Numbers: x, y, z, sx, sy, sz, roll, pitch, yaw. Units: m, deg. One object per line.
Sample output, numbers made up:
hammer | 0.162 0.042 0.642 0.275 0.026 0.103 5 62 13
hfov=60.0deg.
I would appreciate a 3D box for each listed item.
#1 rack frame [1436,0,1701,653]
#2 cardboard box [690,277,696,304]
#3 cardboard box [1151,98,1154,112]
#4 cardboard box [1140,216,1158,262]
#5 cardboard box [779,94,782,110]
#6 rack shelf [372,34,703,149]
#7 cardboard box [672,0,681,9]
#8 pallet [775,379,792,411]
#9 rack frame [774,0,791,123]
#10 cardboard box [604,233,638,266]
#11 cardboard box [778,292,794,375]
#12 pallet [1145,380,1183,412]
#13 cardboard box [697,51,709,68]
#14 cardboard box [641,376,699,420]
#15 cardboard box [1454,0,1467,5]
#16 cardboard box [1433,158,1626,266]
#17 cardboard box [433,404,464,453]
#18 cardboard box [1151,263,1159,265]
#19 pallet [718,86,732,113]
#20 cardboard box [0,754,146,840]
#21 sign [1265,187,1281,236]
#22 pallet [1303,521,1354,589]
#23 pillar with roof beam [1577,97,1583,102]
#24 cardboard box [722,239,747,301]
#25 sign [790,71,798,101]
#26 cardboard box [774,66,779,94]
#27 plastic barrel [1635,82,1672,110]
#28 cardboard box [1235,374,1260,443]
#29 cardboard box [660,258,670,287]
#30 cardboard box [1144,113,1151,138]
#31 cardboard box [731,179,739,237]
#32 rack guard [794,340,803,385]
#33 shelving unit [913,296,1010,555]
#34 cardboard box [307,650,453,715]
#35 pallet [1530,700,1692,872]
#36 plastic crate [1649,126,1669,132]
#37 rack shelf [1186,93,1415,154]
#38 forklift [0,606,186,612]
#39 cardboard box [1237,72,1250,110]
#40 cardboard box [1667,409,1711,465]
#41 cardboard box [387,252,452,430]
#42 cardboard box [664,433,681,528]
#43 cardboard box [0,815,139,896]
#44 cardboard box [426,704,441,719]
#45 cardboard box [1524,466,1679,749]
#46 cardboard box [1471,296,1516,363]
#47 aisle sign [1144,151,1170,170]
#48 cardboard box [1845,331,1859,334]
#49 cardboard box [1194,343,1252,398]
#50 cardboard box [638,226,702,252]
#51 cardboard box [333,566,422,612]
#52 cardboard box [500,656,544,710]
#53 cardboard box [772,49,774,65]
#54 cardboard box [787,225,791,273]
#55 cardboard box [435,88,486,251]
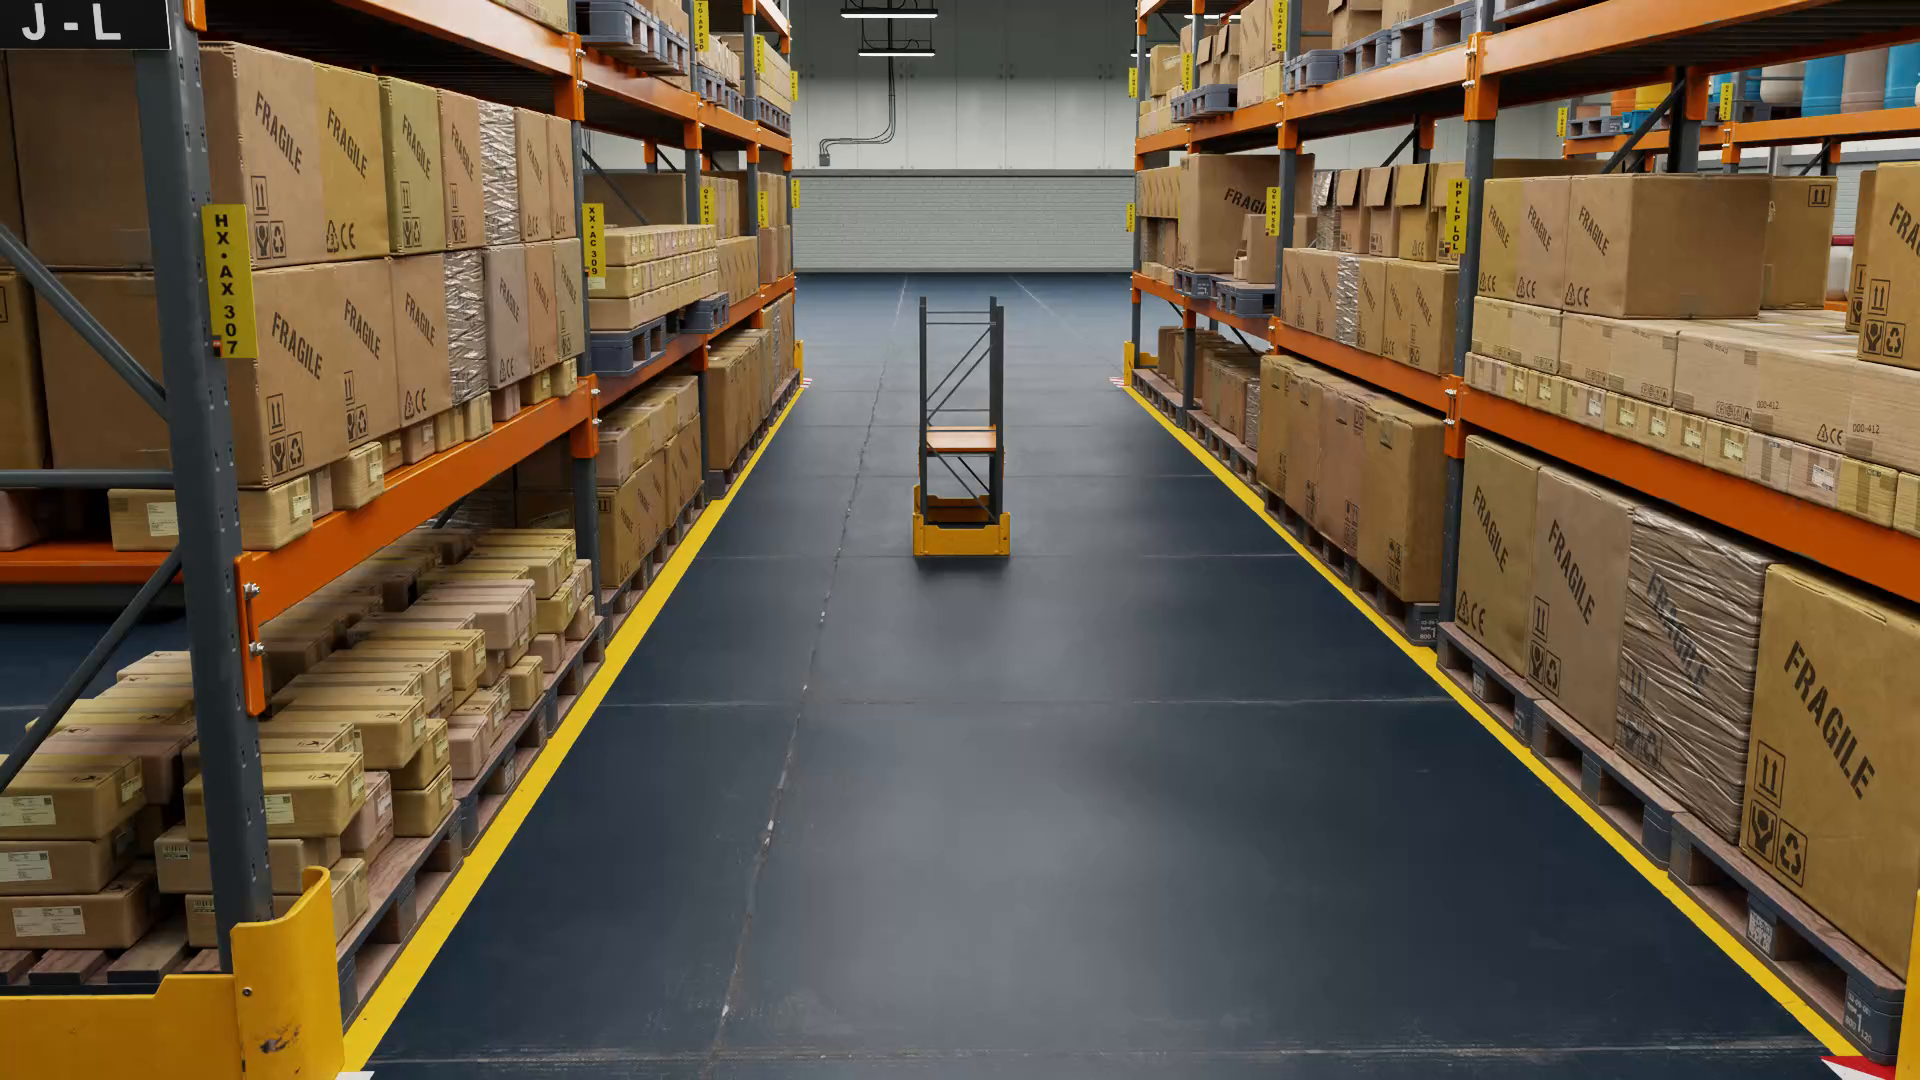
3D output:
rack frame | 2.766 -0.923 7.562 1.000 3.000 0.127 0 11 -1
cardboard box | -1.790 -1.500 9.986 0.380 0.149 0.250 -1 11 -4
cardboard box | 2.264 -4.688 17.953 0.380 0.149 0.250 0 11 1
cardboard box | 2.502 -3.393 18.741 0.875 0.500 0.500 0 11 -1
cardboard box | -2.071 -4.592 17.430 0.380 0.149 0.250 0 11 -1
rack shelf | -2.236 -2.437 9.294 1.077 0.370 4.000 0 11 -1
cardboard box | -2.009 -3.532 10.705 0.396 0.266 0.258 0 11 -1
pallet | -2.326 -1.540 17.622 1.003 0.211 1.213 0 11 -1
rack frame | -2.443 -6.248 18.722 1.000 3.000 0.127 0 11 -1
cardboard box | -1.743 -1.377 7.880 0.380 0.149 0.250 0 11 2
cardboard box | -2.363 -2.338 18.825 0.875 0.875 0.875 0 11 -1
pallet | 2.524 -1.523 17.534 1.003 0.211 1.213 0 11 -1
cardboard box | -2.072 -3.543 11.853 0.500 0.311 0.500 0 11 -1
cardboard box | -2.001 -0.931 10.947 0.500 0.250 0.500 -1 11 -2
cardboard box | 2.744 -2.763 7.780 0.700 0.500 0.500 0 11 0
cardboard box | 2.745 -1.590 8.078 0.797 0.503 0.637 -1 11 -3
cardboard box | -1.874 -0.380 5.518 0.380 0.149 0.250 0 11 1
cardboard box | 2.286 -2.928 18.081 0.380 0.149 0.250 0 11 -1
pallet | -2.370 -3.445 12.926 1.003 0.211 1.213 0 11 1
cardboard box | -2.376 0.668 4.338 0.380 0.149 0.250 0 11 0
sign | 2.141 -2.242 11.354 0.100 0.325 0.005 0 11 -1
pallet | 2.647 0.048 9.792 1.003 0.211 1.213 0 11 -1
pillar with roof beam | 13.330 -12.119 47.664 9.100 9.000 0.548 0 11 -1
cardboard box | -2.061 -2.258 13.893 0.500 0.500 0.500 0 11 -1
sign | -1.900 -5.172 18.938 0.100 0.325 0.005 0 11 -1
cardboard box | -2.124 -4.709 17.004 0.500 0.250 0.500 0 11 -1
plastic barrel | 7.621 -4.870 17.947 0.600 0.588 0.600 0 11 0
cardboard box | 2.607 -1.064 13.441 0.700 0.500 0.500 1 11 4
cardboard box | -1.770 -1.439 8.935 0.380 0.149 0.250 0 11 1
cardboard box | 2.287 -4.505 18.054 0.500 0.250 0.500 0 11 -2
cardboard box | -2.344 -2.953 14.804 0.700 0.500 0.500 0 11 -2
rack guard | -2.443 -2.087 19.591 1.175 0.500 0.348 0 11 -1
shelving unit | -0.002 -0.750 10.485 0.587 1.500 1.083 0 11 -1
cardboard box | -1.871 0.458 5.375 0.380 0.149 0.250 0 11 1
pallet | 2.732 0.839 5.894 1.003 0.211 1.213 0 11 -1
plastic crate | 7.115 -4.191 16.794 0.243 0.136 0.396 0 11 -1
rack shelf | 2.642 -3.233 13.214 1.077 0.370 4.000 0 11 -1
forklift | -4.554 -1.302 9.606 1.130 2.935 3.031 0 11 0
cardboard box | 2.397 -3.406 12.637 0.500 0.250 0.500 0 11 0
cardboard box | 2.484 -0.328 5.265 0.380 0.149 0.250 0 11 -1
cardboard box | -1.879 -0.616 5.052 0.500 0.500 0.500 0 11 0
cardboard box | -1.968 -0.360 10.021 0.500 0.500 0.500 -1 11 -4
cardboard box | -2.408 0.815 4.365 0.380 0.149 0.250 -1 11 -3
cardboard box | -1.906 0.606 5.391 0.380 0.149 0.250 -1 11 -4
cardboard box | 2.718 0.223 6.201 0.875 0.875 0.875 0 11 -1
cardboard box | 2.514 -0.900 7.082 0.500 0.250 0.500 0 11 -2
aisle sign | 2.217 -4.593 19.116 0.394 0.787 0.004 0 11 -1
cardboard box | 3.085 -0.499 5.106 0.500 0.250 0.500 -1 11 -3
cardboard box | 2.613 -1.687 16.561 0.500 0.500 0.500 4 12 17
cardboard box | -1.791 -1.841 10.169 0.380 0.149 0.250 0 11 1
cardboard box | -2.366 0.204 6.629 0.380 0.149 0.250 -1 11 -3
cardboard box | -1.825 0.551 6.411 0.380 0.149 0.250 0 11 -1
cardboard box | -2.055 -4.832 16.606 0.380 0.149 0.250 0 11 -1
cardboard box | -2.390 -3.308 18.941 0.875 0.550 0.550 0 11 -1
cardboard box | -1.875 -1.207 5.451 0.500 0.500 0.500 -1 11 -3
